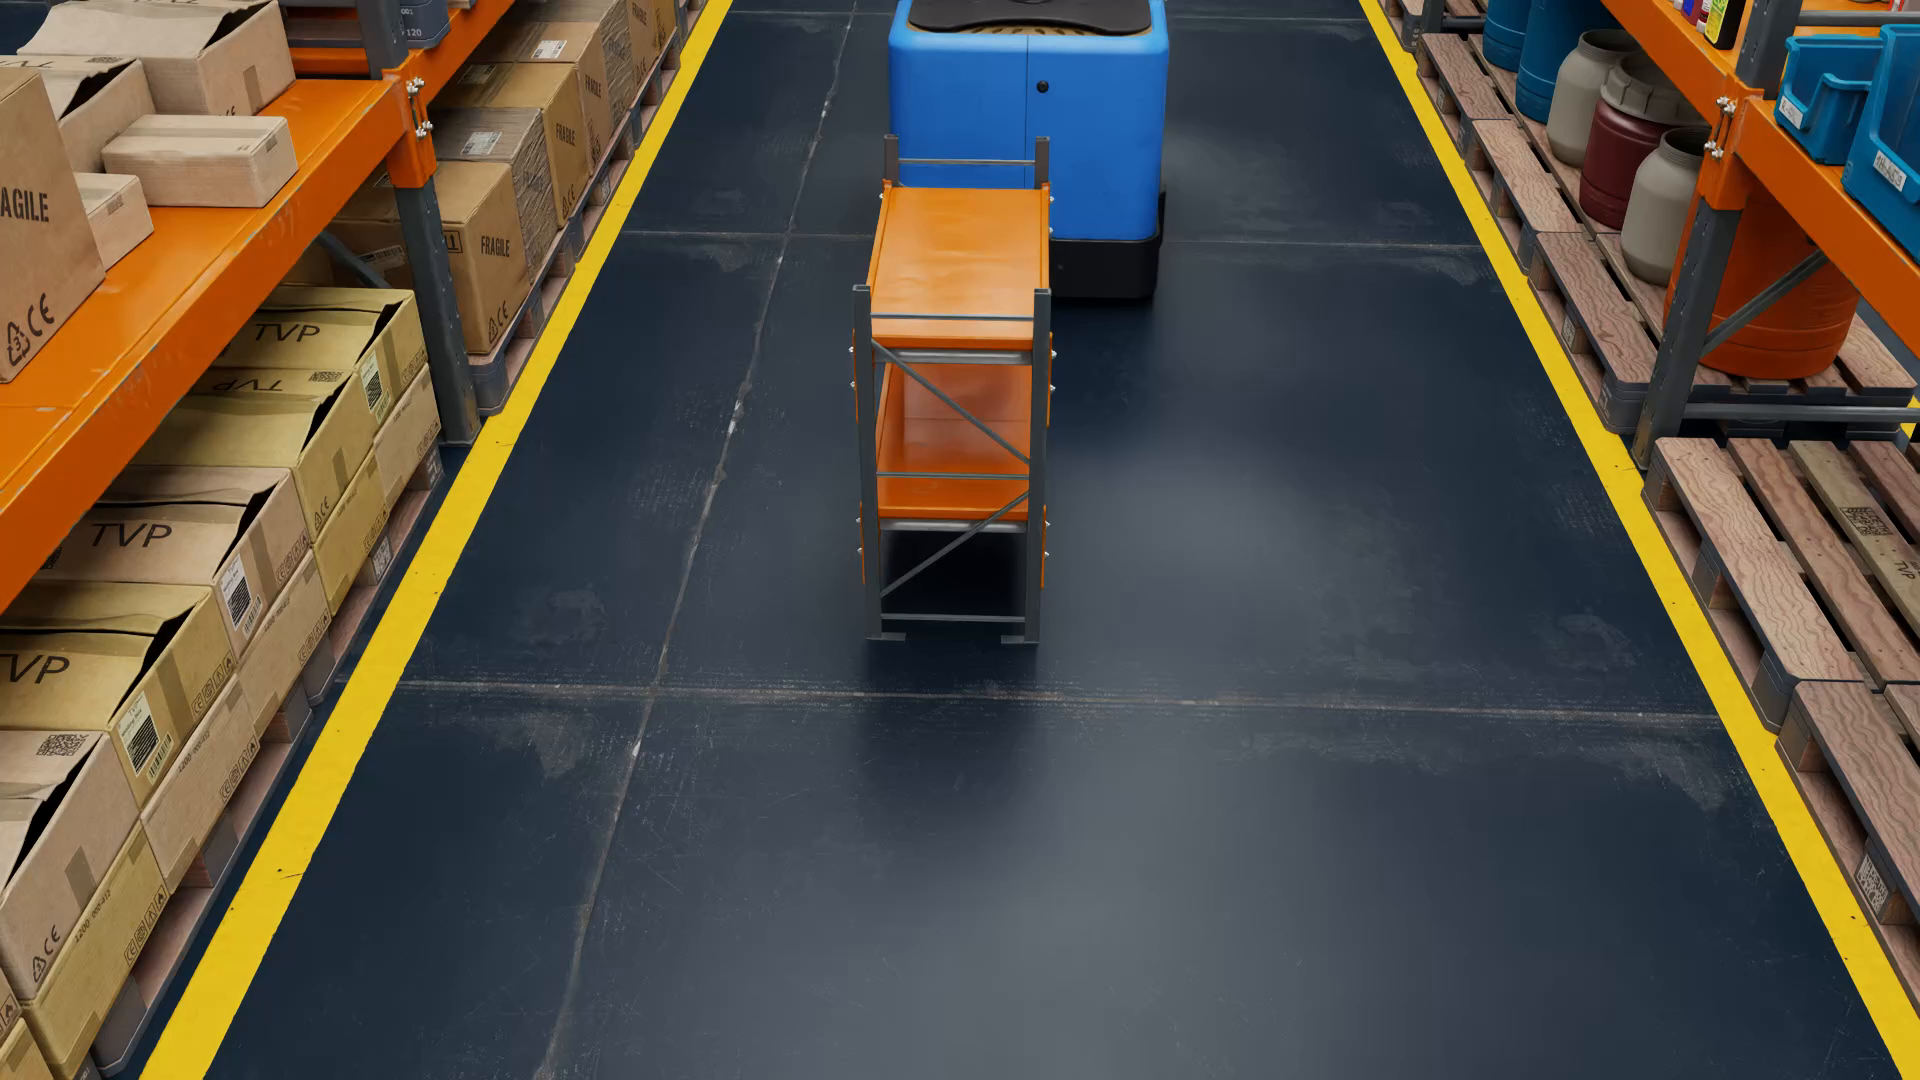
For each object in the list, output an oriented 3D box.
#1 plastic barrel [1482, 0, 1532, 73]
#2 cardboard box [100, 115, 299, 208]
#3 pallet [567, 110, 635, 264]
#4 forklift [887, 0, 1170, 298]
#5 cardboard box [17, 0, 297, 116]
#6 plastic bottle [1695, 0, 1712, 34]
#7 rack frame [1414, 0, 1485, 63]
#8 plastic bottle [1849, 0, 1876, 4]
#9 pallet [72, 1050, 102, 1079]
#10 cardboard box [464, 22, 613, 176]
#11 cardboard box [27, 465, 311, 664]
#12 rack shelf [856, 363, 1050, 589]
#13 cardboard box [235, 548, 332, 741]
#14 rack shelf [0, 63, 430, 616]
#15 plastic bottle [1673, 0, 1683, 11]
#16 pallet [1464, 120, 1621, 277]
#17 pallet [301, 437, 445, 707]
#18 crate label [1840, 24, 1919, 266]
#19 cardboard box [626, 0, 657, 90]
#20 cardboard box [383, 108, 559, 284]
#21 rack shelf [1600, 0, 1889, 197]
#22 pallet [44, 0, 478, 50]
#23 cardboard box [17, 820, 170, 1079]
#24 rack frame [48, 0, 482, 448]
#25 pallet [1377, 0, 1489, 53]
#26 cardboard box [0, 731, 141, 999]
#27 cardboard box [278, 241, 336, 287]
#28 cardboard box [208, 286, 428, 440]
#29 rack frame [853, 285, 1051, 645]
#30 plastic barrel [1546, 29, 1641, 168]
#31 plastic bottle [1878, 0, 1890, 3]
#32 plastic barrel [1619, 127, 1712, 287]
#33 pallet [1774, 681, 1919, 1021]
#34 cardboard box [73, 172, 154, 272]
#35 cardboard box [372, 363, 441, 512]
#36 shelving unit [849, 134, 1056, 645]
[{"bbox_3d":[2.902,-2.774,8.048,0.600,0.901,0.708,1,35,2],"label":"plastic barrel"},{"bbox_3d":[-1.929,-0.966,4.234,0.380,0.149,0.250,1,35,2],"label":"cardboard box"},{"bbox_3d":[-2.050,-1.578,7.311,1.003,0.211,1.213,1,35,2],"label":"pallet"},{"bbox_3d":[0.331,-2.961,6.915,1.130,2.935,3.031,2,35,3],"label":"forklift"},{"bbox_3d":[-2.228,-1.347,4.636,0.500,0.311,0.500,3,35,5],"label":"cardboard box"},{"bbox_3d":[2.393,-1.702,5.236,0.097,0.201,0.097,0,35,0],"label":"plastic bottle"},{"bbox_3d":[2.941,-3.773,8.010,1.000,3.000,0.127,1,35,2],"label":"rack frame"},{"bbox_3d":[3.013,-1.893,5.507,0.097,0.201,0.097,0,35,0],"label":"plastic bottle"},{"bbox_3d":[-2.339,1.423,3.041,1.003,0.211,1.213,1,35,2],"label":"pallet"},{"bbox_3d":[-1.809,-1.893,7.126,0.500,0.500,0.500,0,35,0],"label":"cardboard box"},{"bbox_3d":[-1.982,0.028,4.141,0.500,0.311,0.500,1,35,2],"label":"cardboard box"},{"bbox_3d":[0.000,-0.264,5.073,0.538,0.278,1.000,1,35,2],"label":"rack shelf"},{"bbox_3d":[-1.987,0.255,4.305,0.500,0.250,0.500,2,35,3],"label":"cardboard box"},{"bbox_3d":[-2.250,-0.148,3.478,1.077,0.370,4.000,1,35,2],"label":"rack shelf"},{"bbox_3d":[2.402,-1.834,5.424,0.097,0.201,0.097,0,35,0],"label":"plastic bottle"},{"bbox_3d":[2.822,-1.487,7.182,1.003,0.211,1.213,1,35,2],"label":"pallet"},{"bbox_3d":[-2.241,0.021,5.036,1.003,0.211,1.213,1,35,2],"label":"pallet"},{"bbox_3d":[2.470,-0.925,3.926,0.502,0.435,0.616,1,35,2],"label":"crate label"},{"bbox_3d":[-1.770,-2.473,7.951,0.500,0.500,0.500,1,35,2],"label":"cardboard box"},{"bbox_3d":[-1.850,-1.305,6.289,0.500,0.500,0.500,0,35,0],"label":"cardboard box"},{"bbox_3d":[2.860,-2.330,6.582,1.077,0.370,4.000,1,35,2],"label":"rack shelf"},{"bbox_3d":[-2.212,-1.904,5.517,1.213,0.211,1.003,1,35,2],"label":"pallet"},{"bbox_3d":[-2.026,0.842,3.469,0.500,0.250,0.500,0,35,0],"label":"cardboard box"},{"bbox_3d":[-2.169,-1.592,4.906,1.000,3.000,0.127,1,35,2],"label":"rack frame"},{"bbox_3d":[2.931,-3.056,9.414,1.003,0.211,1.213,1,35,2],"label":"pallet"},{"bbox_3d":[-2.020,0.614,3.306,0.500,0.311,0.500,0,35,0],"label":"cardboard box"},{"bbox_3d":[-2.366,-1.292,6.270,0.500,0.500,0.500,3,35,4],"label":"cardboard box"},{"bbox_3d":[-1.944,-0.561,4.978,0.500,0.311,0.500,2,35,3],"label":"cardboard box"},{"bbox_3d":[-0.020,-0.172,4.517,0.500,1.125,0.032,1,35,2],"label":"rack frame"},{"bbox_3d":[2.761,-1.886,7.123,0.421,0.512,0.421,0,35,0],"label":"plastic barrel"},{"bbox_3d":[3.139,-1.931,5.497,0.152,0.276,0.135,1,35,2],"label":"plastic bottle"},{"bbox_3d":[2.716,-1.237,6.200,0.421,0.512,0.421,0,35,0],"label":"plastic barrel"},{"bbox_3d":[2.658,0.809,3.915,1.003,0.211,1.213,1,35,2],"label":"pallet"},{"bbox_3d":[-2.164,-0.755,3.934,0.380,0.149,0.250,4,35,5],"label":"cardboard box"},{"bbox_3d":[-1.947,-0.330,5.138,0.500,0.250,0.500,2,35,3],"label":"cardboard box"},{"bbox_3d":[0.000,-0.464,4.932,0.538,1.125,1.048,1,35,2],"label":"shelving unit"}]
